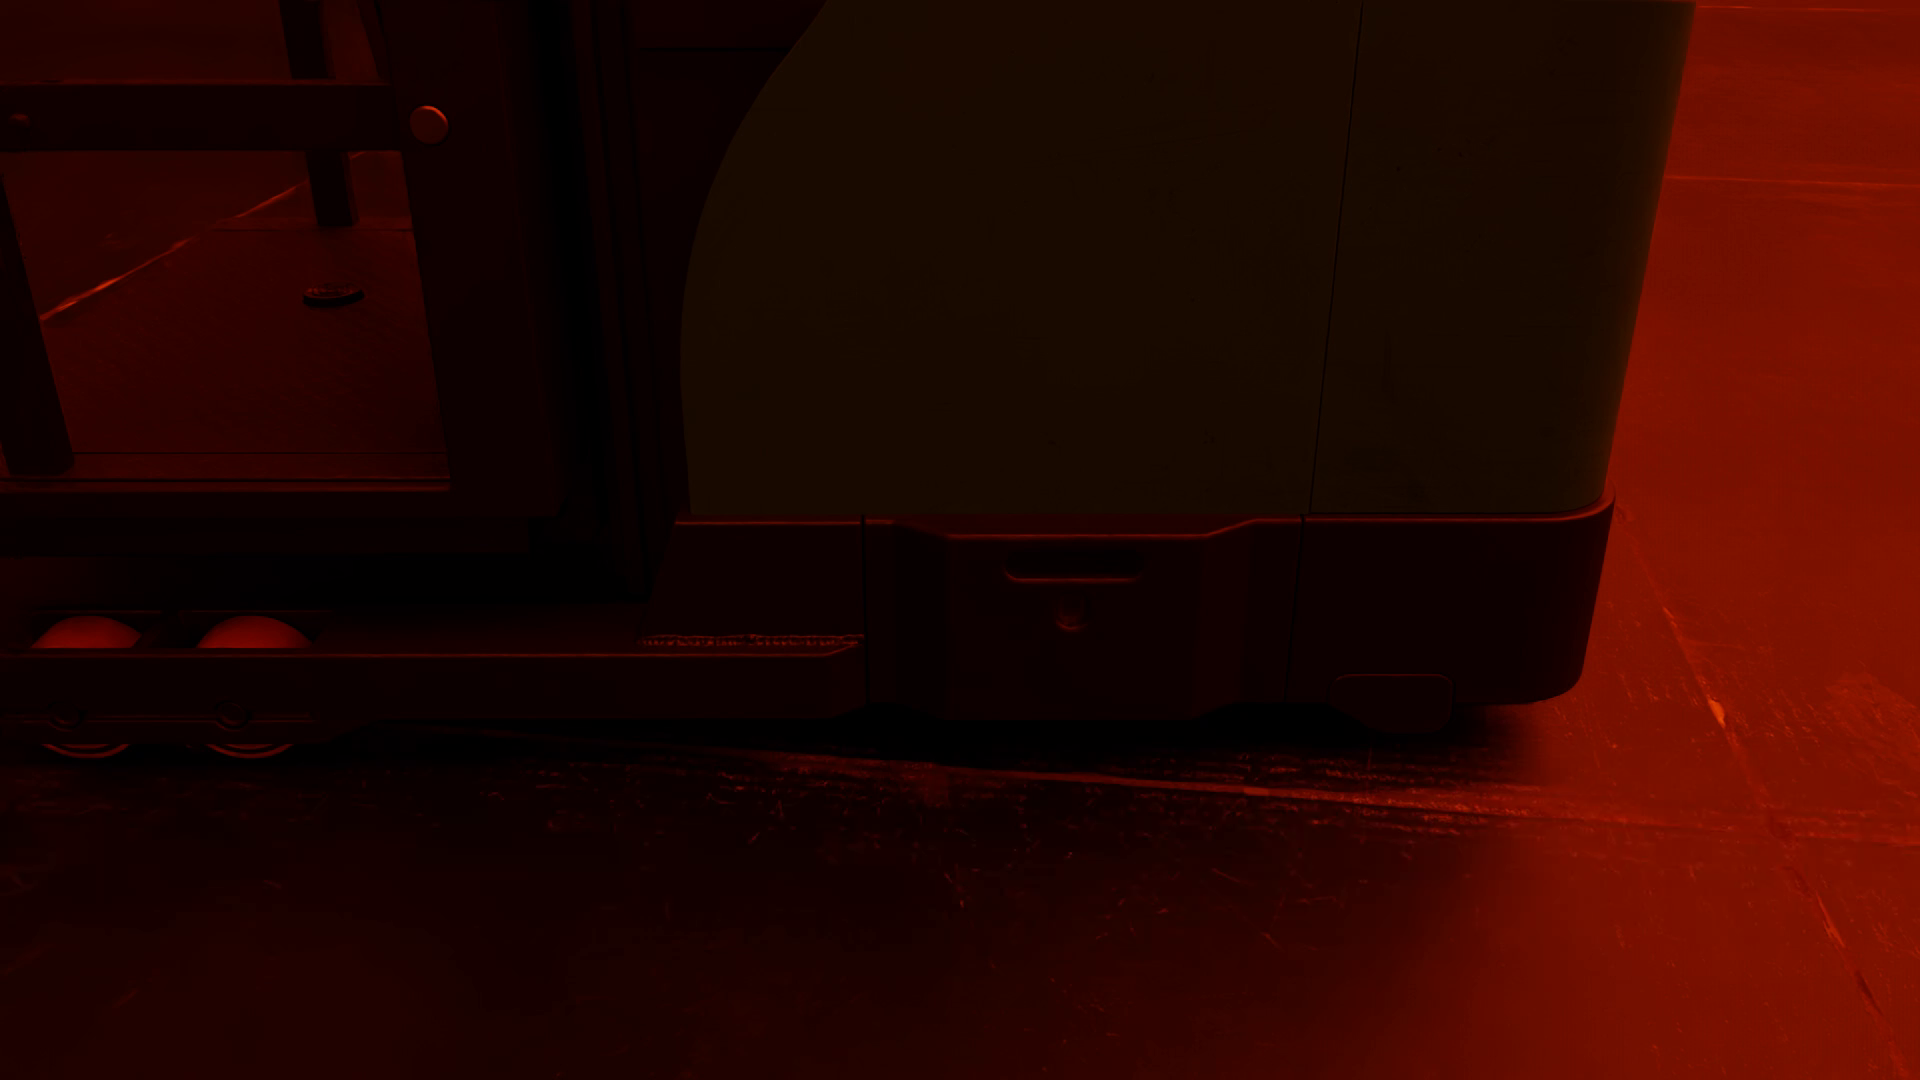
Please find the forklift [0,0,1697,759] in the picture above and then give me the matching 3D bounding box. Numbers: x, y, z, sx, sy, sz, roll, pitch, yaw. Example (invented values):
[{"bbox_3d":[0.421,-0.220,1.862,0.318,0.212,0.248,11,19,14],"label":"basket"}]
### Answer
[{"bbox_3d":[-0.756,-1.288,1.799,3.031,2.935,1.130,0,27,0],"label":"forklift"}]
